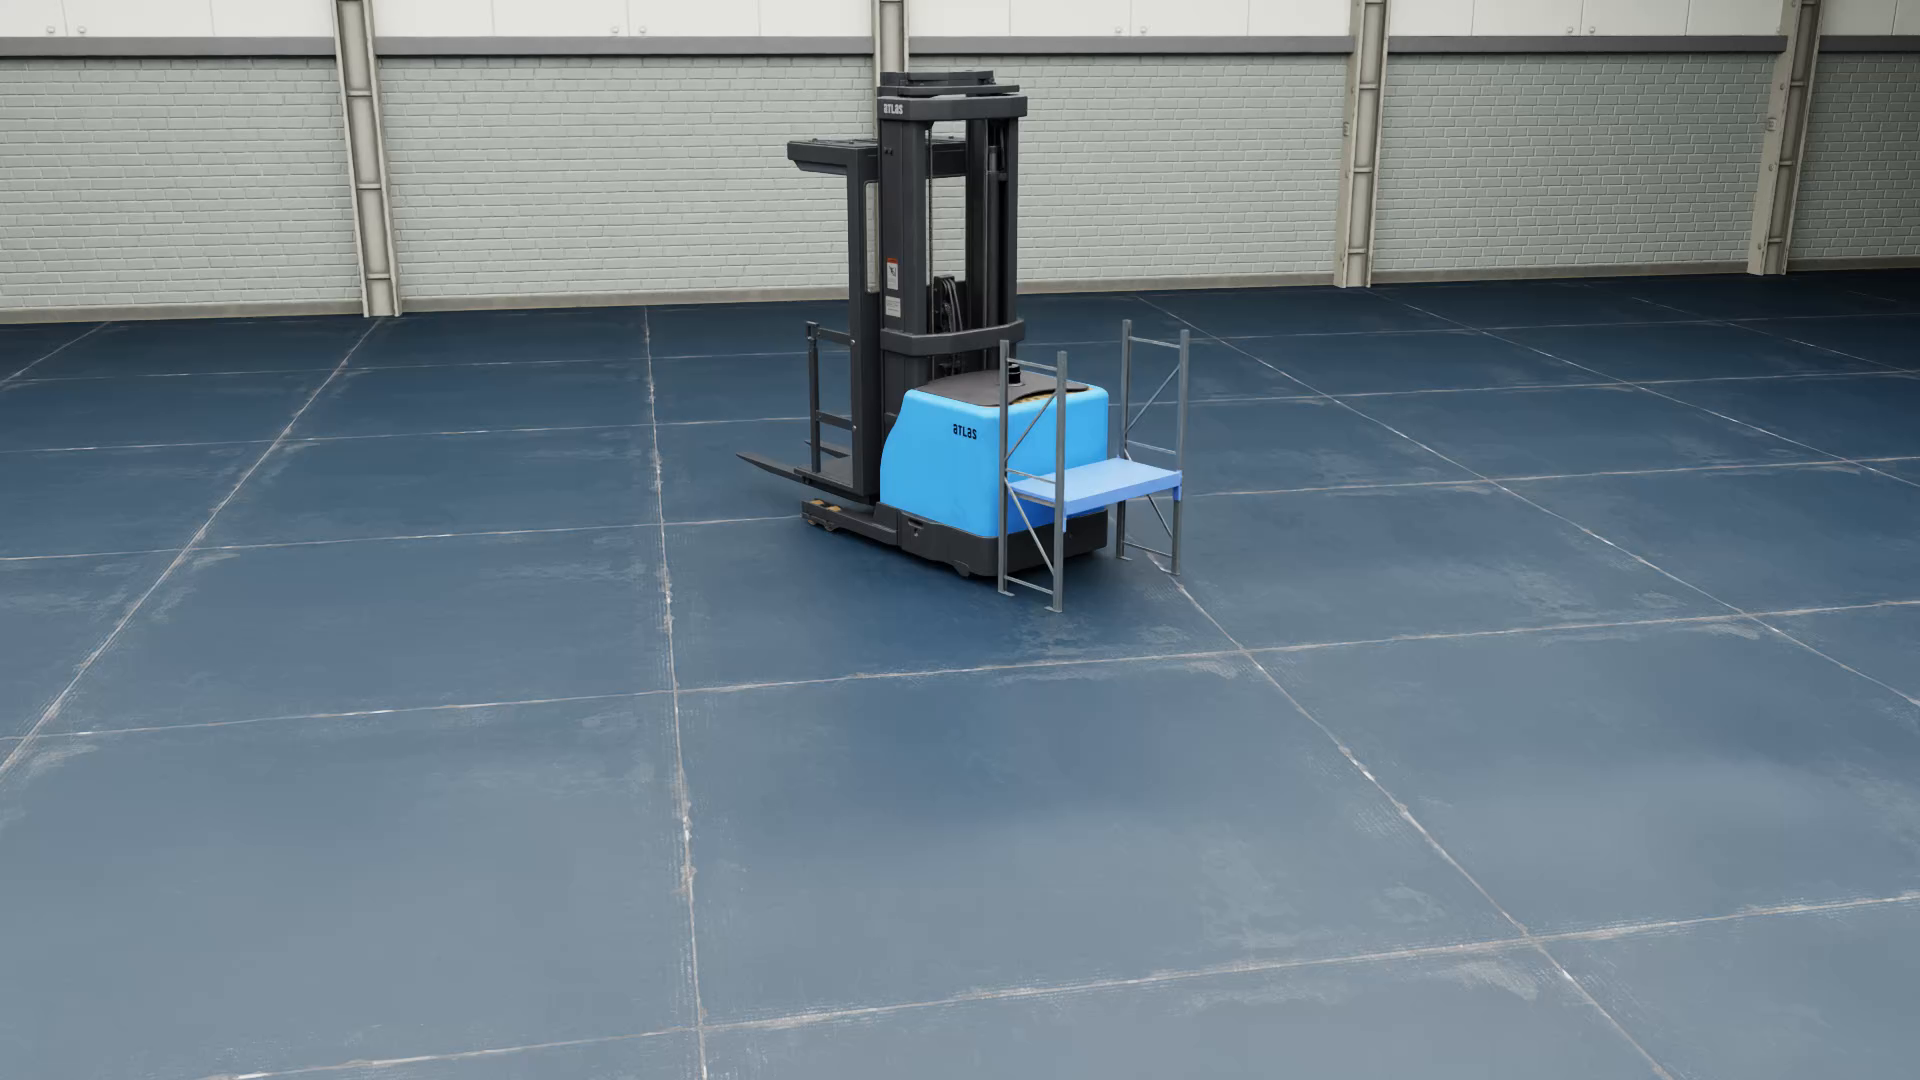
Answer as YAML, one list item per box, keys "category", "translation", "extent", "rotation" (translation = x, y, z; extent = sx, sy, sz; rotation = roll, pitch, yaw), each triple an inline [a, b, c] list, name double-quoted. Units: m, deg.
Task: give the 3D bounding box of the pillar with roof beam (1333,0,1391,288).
- category: "pillar with roof beam"
  translation: [5.886, -6.354, 16.174]
  extent: [0.400, 9.000, 9.100]
  rotation: [-3, 17, -10]

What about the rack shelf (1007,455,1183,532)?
- category: "rack shelf"
  translation: [0.780, -0.284, 9.795]
  extent: [1.000, 0.185, 0.538]
  rotation: [-15, 22, -40]

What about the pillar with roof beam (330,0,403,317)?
- category: "pillar with roof beam"
  translation: [-5.896, -5.686, 13.997]
  extent: [0.400, 9.000, 9.100]
  rotation: [-3, 17, -10]

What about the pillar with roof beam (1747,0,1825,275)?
- category: "pillar with roof beam"
  translation: [11.777, -6.689, 17.262]
  extent: [0.400, 9.000, 9.100]
  rotation: [-3, 17, -10]

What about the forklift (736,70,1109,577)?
- category: "forklift"
  translation: [-0.406, -1.543, 10.843]
  extent: [1.130, 2.935, 3.031]
  rotation: [-14, 22, -38]

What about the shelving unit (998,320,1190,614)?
- category: "shelving unit"
  translation: [0.780, -0.456, 9.742]
  extent: [1.048, 1.500, 0.538]
  rotation: [-15, 22, -40]

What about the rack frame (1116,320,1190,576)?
- category: "rack frame"
  translation: [1.158, -0.556, 10.067]
  extent: [0.032, 1.500, 0.500]
  rotation: [-15, 22, -40]

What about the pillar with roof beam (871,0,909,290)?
- category: "pillar with roof beam"
  translation: [-0.005, -6.020, 15.085]
  extent: [0.400, 9.000, 9.100]
  rotation: [-3, 17, -10]

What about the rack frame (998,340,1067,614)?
- category: "rack frame"
  translation: [0.403, -0.356, 9.417]
  extent: [0.032, 1.500, 0.500]
  rotation: [-15, 22, -40]
